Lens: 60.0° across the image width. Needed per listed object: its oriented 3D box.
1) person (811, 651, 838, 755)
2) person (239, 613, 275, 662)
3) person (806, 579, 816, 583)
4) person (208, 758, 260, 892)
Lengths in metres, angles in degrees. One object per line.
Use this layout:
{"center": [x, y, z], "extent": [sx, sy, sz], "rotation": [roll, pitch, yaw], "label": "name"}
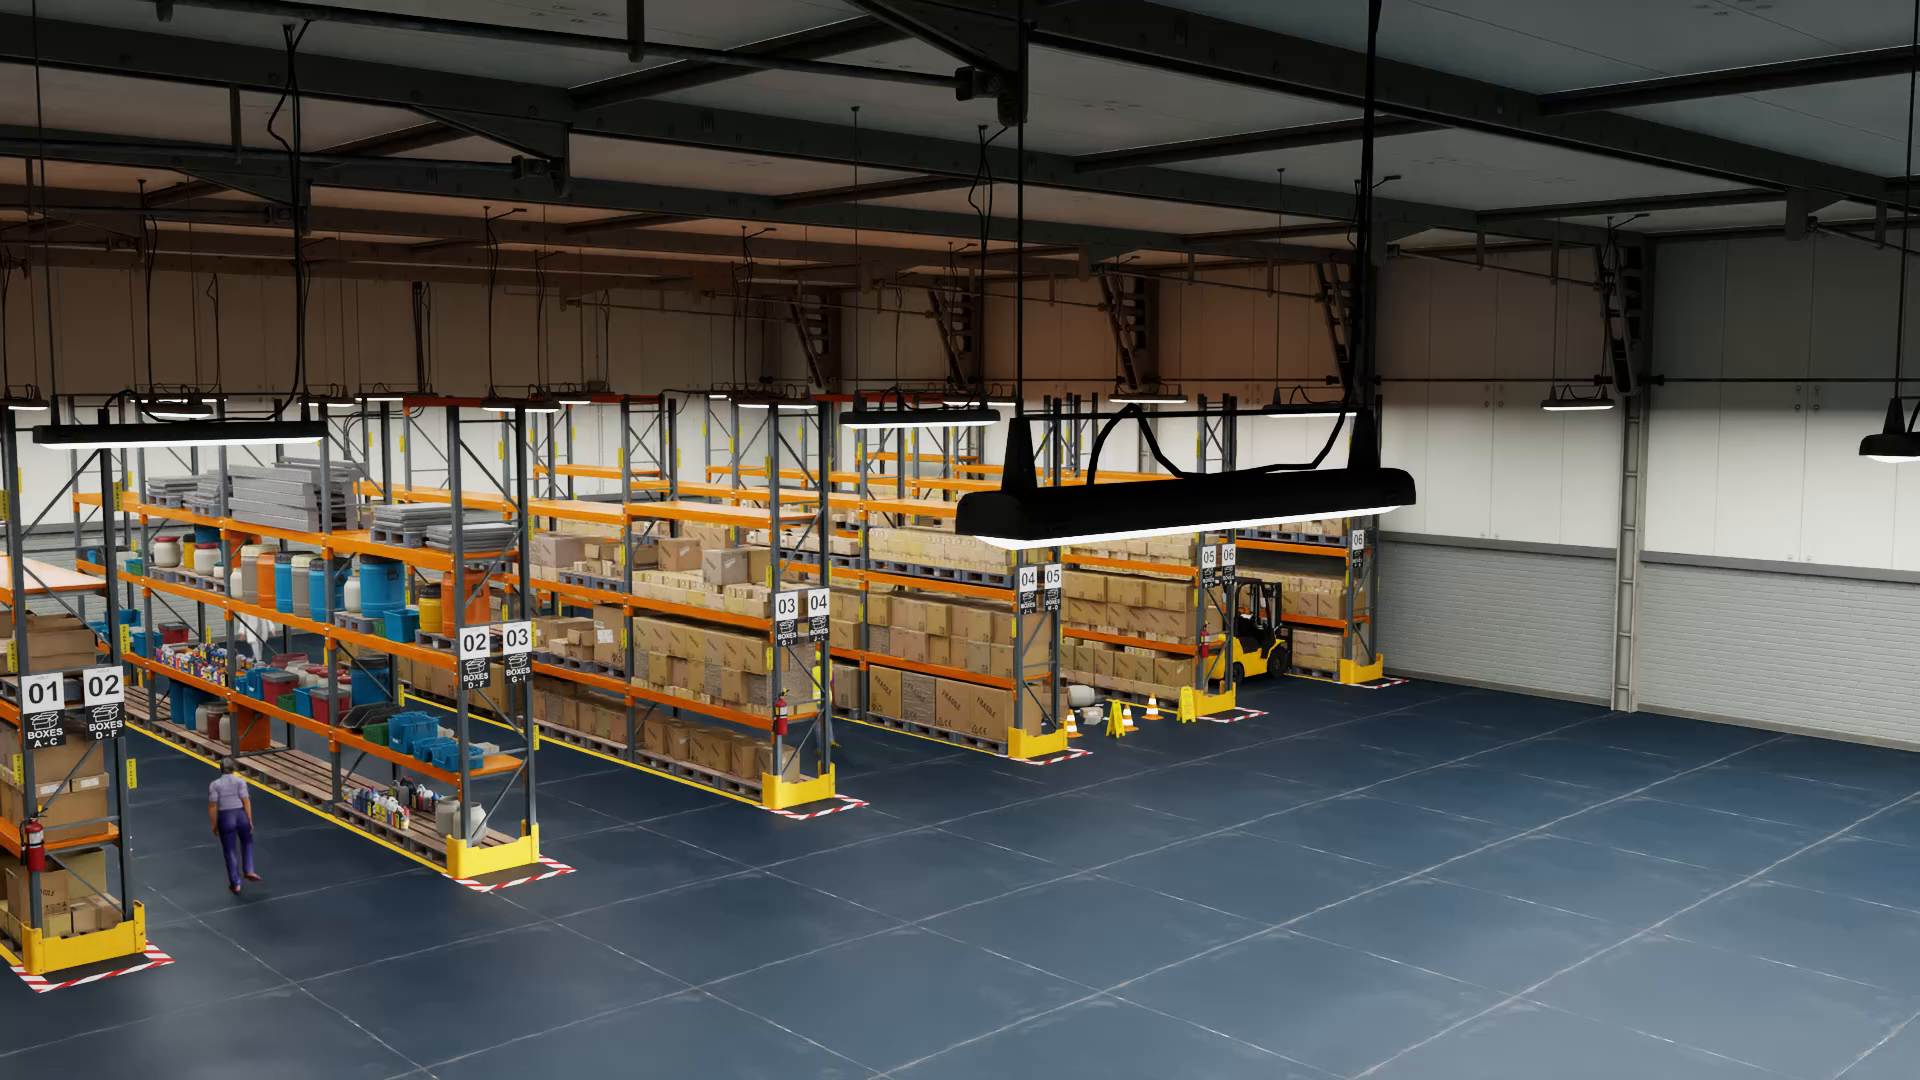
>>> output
{"center": [-2.390, 2.739, 28.052], "extent": [0.601, 1.754, 0.478], "rotation": [-3, 6, -31], "label": "person"}
{"center": [-15.126, 1.983, 35.819], "extent": [0.697, 1.718, 1.102], "rotation": [-5, 7, -42], "label": "person"}
{"center": [-3.399, 1.767, 38.108], "extent": [0.541, 1.752, 0.588], "rotation": [0, 6, 1], "label": "person"}
{"center": [-9.007, 3.516, 20.628], "extent": [0.537, 1.635, 0.457], "rotation": [-3, 7, -32], "label": "person"}
